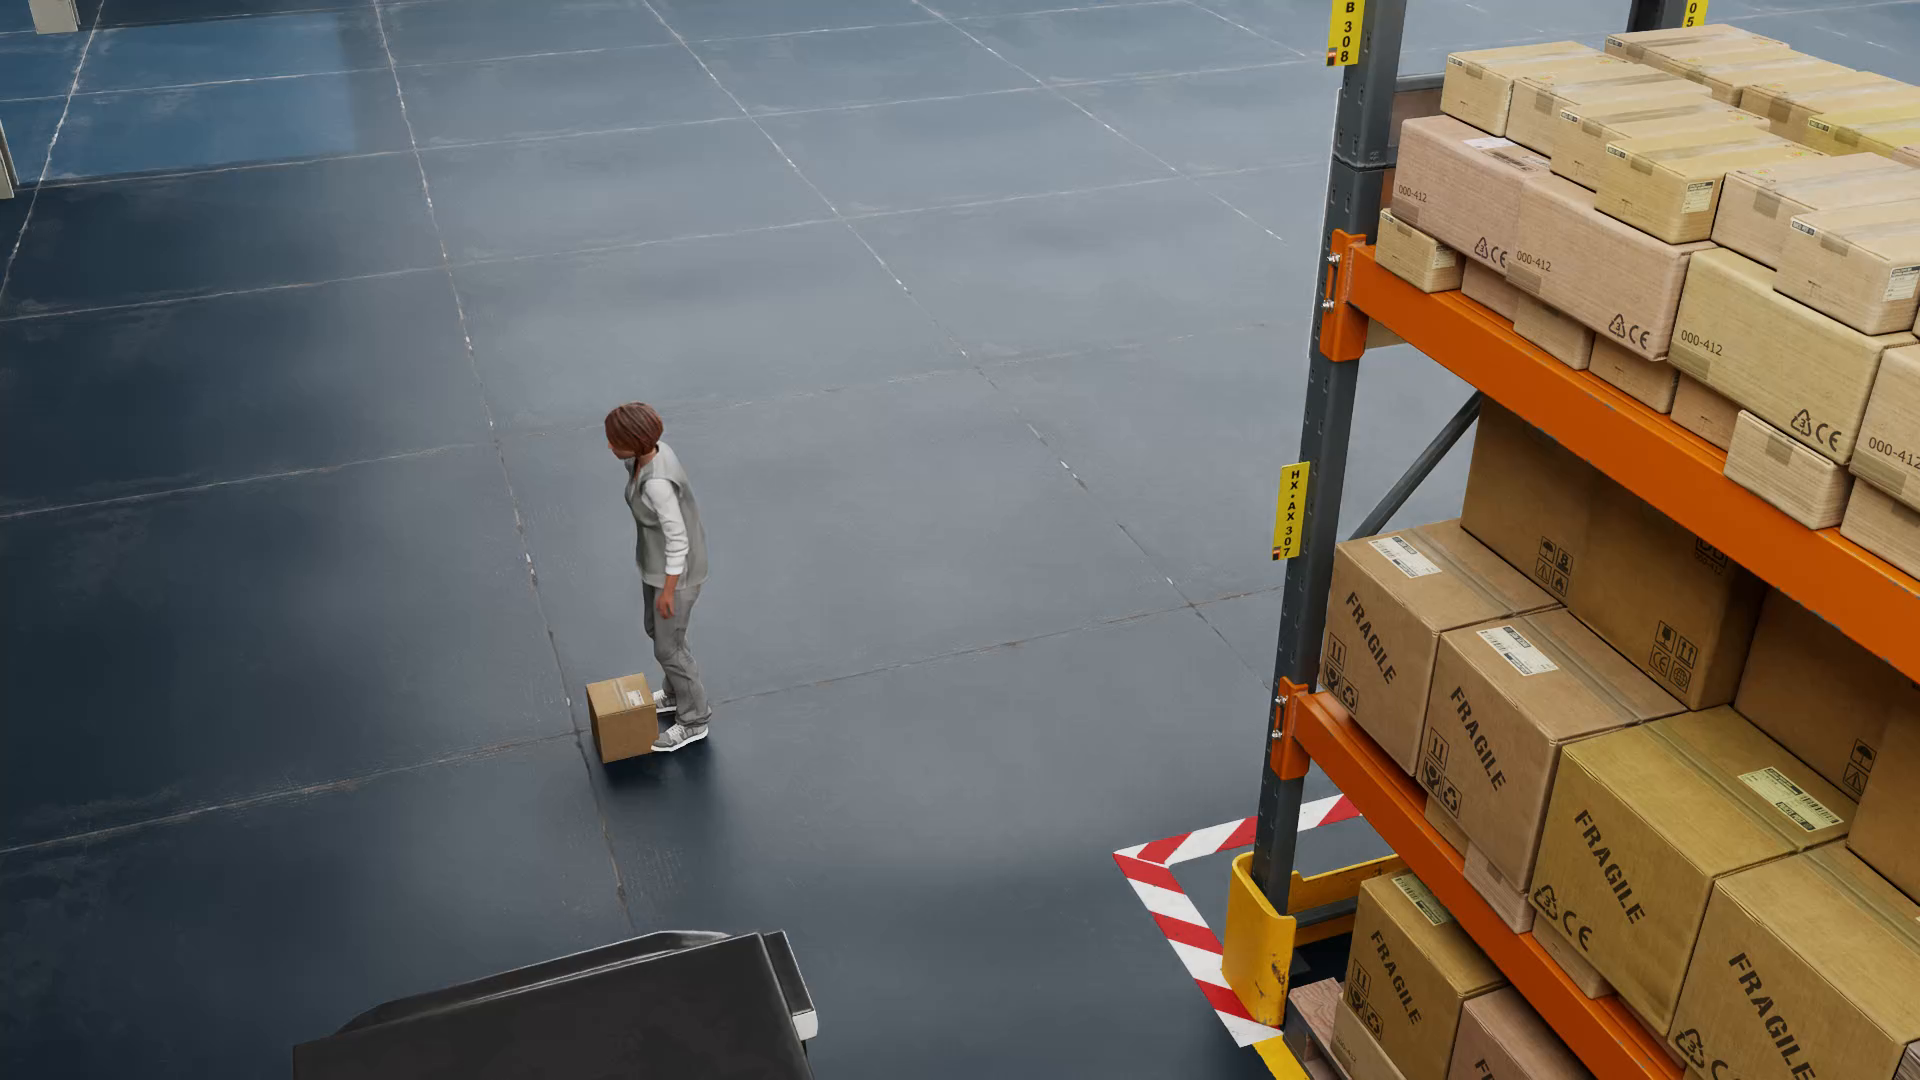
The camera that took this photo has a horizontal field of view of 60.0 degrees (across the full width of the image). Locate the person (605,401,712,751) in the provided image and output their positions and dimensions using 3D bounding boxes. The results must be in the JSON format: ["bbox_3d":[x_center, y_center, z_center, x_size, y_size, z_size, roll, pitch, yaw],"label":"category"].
[{"bbox_3d":[-1.229,0.138,6.904,0.348,1.593,0.465,-11,32,-18],"label":"person"}]
